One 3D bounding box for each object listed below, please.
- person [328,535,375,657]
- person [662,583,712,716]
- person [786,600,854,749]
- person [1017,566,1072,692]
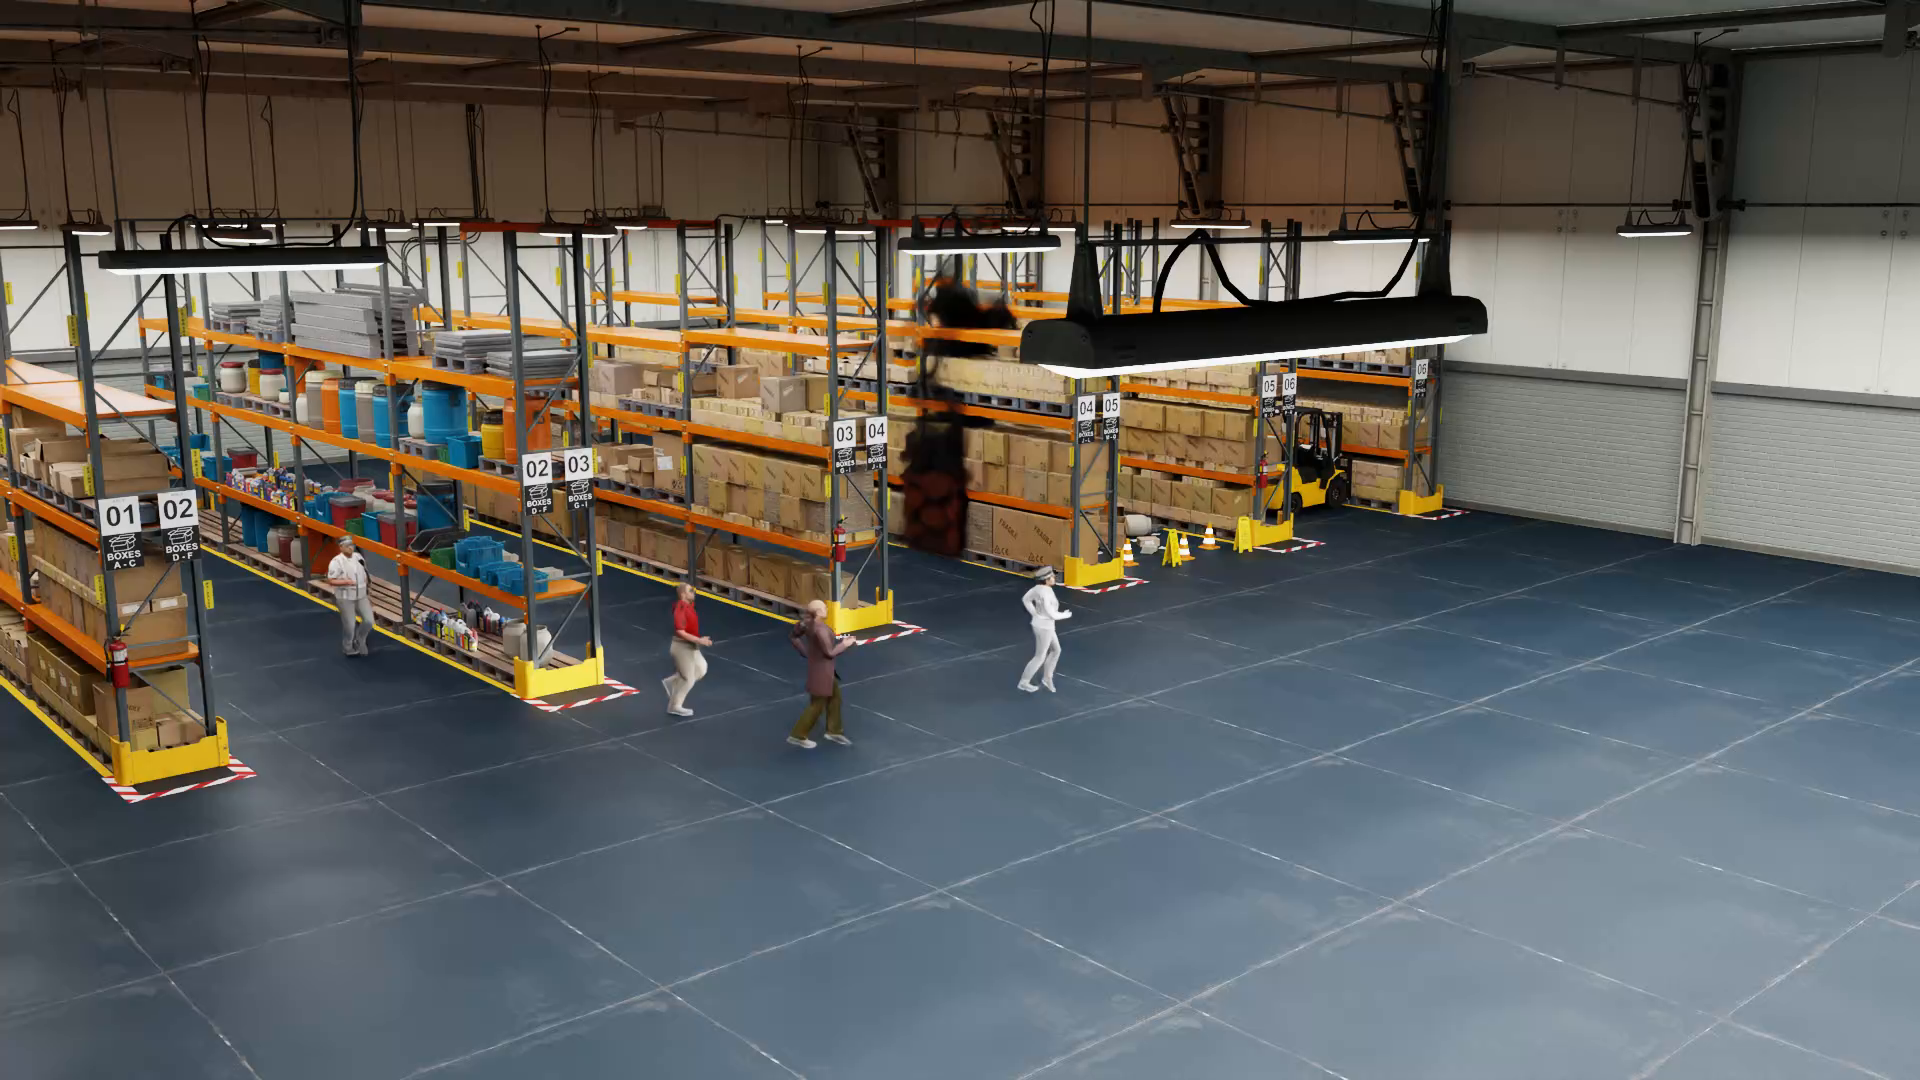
[{"bbox_3d":[-8.539,0.810,23.449,0.651,1.789,0.645,11,16,44],"label":"person"},{"bbox_3d":[-3.437,1.356,20.931,0.660,1.686,0.700,-1,11,-4],"label":"person"},{"bbox_3d":[-1.649,1.583,19.439,0.831,1.815,0.685,-4,12,-18],"label":"person"},{"bbox_3d":[1.101,1.202,21.753,0.711,1.759,0.632,-2,12,-10],"label":"person"}]
